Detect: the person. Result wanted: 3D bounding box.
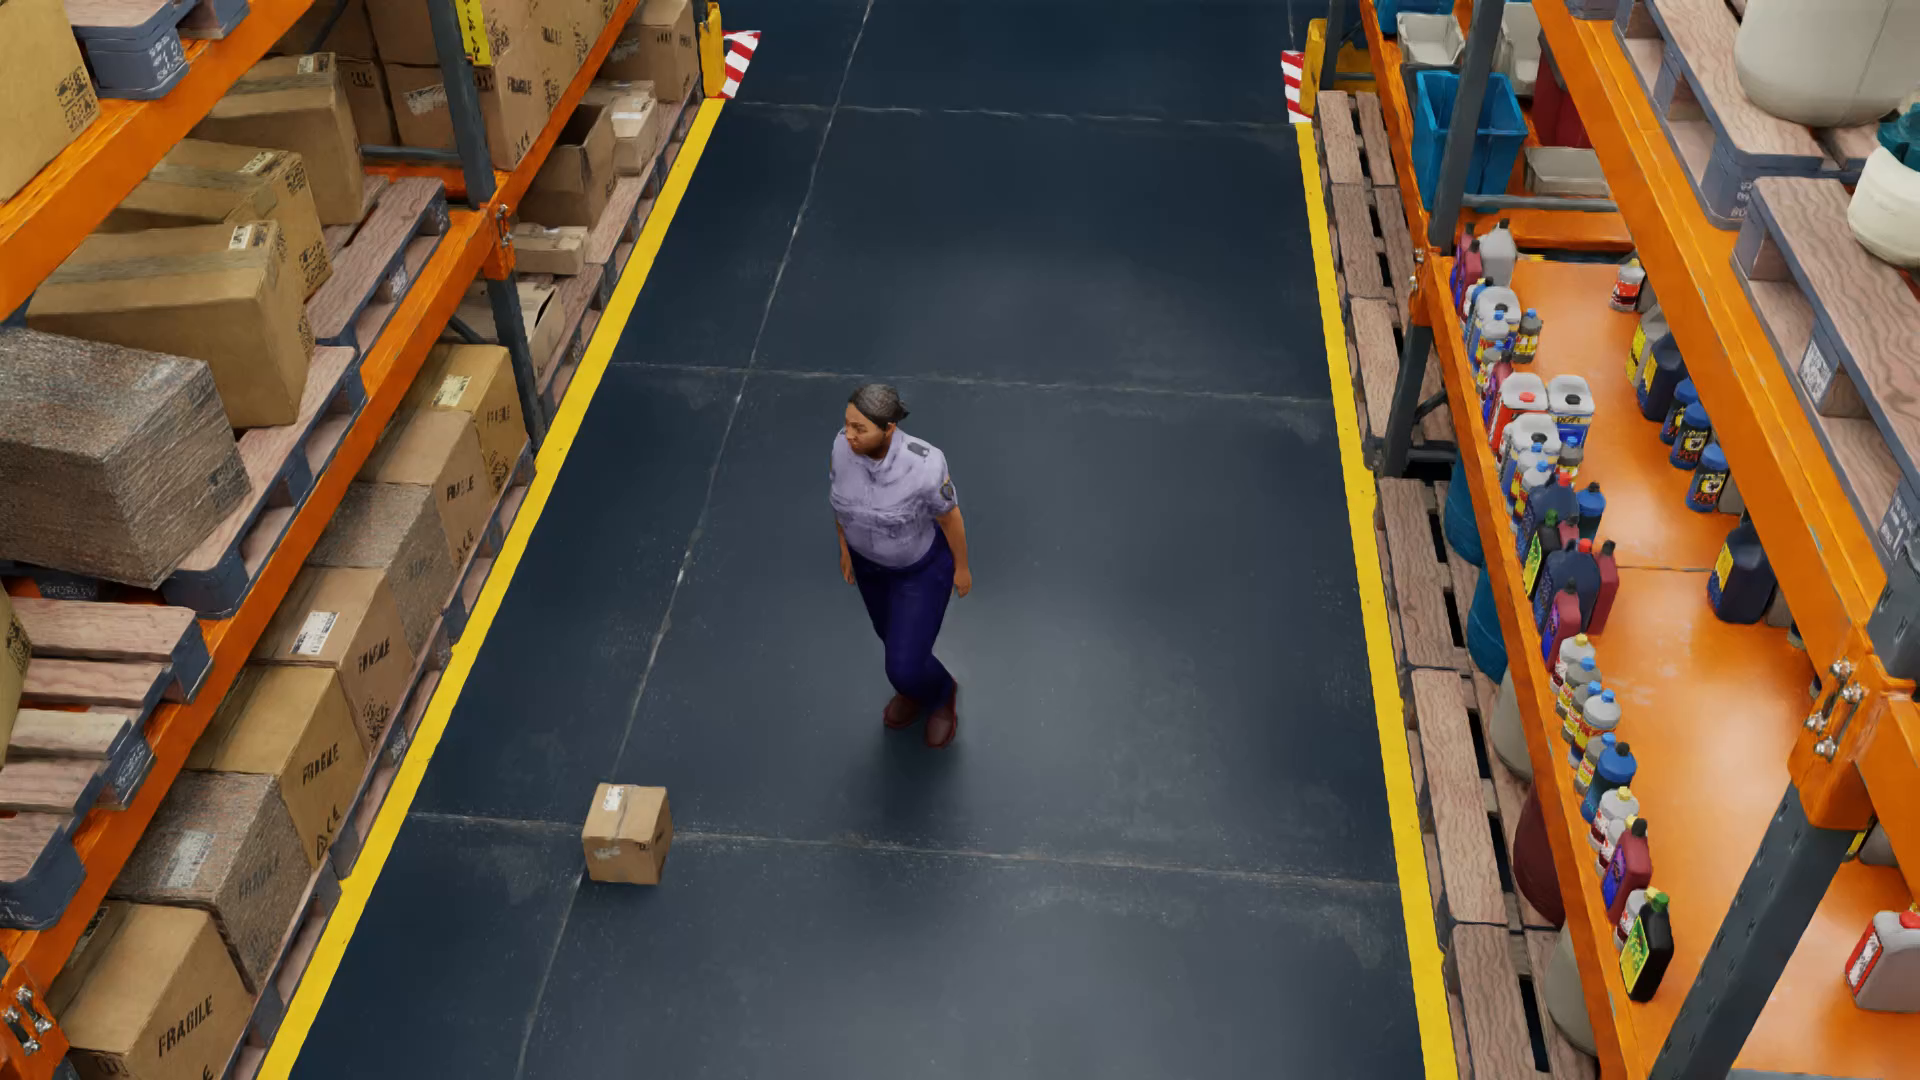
[{"bbox_3d":[-0.235,0.091,6.038,0.509,1.638,0.486,24,46,26],"label":"person"}]
